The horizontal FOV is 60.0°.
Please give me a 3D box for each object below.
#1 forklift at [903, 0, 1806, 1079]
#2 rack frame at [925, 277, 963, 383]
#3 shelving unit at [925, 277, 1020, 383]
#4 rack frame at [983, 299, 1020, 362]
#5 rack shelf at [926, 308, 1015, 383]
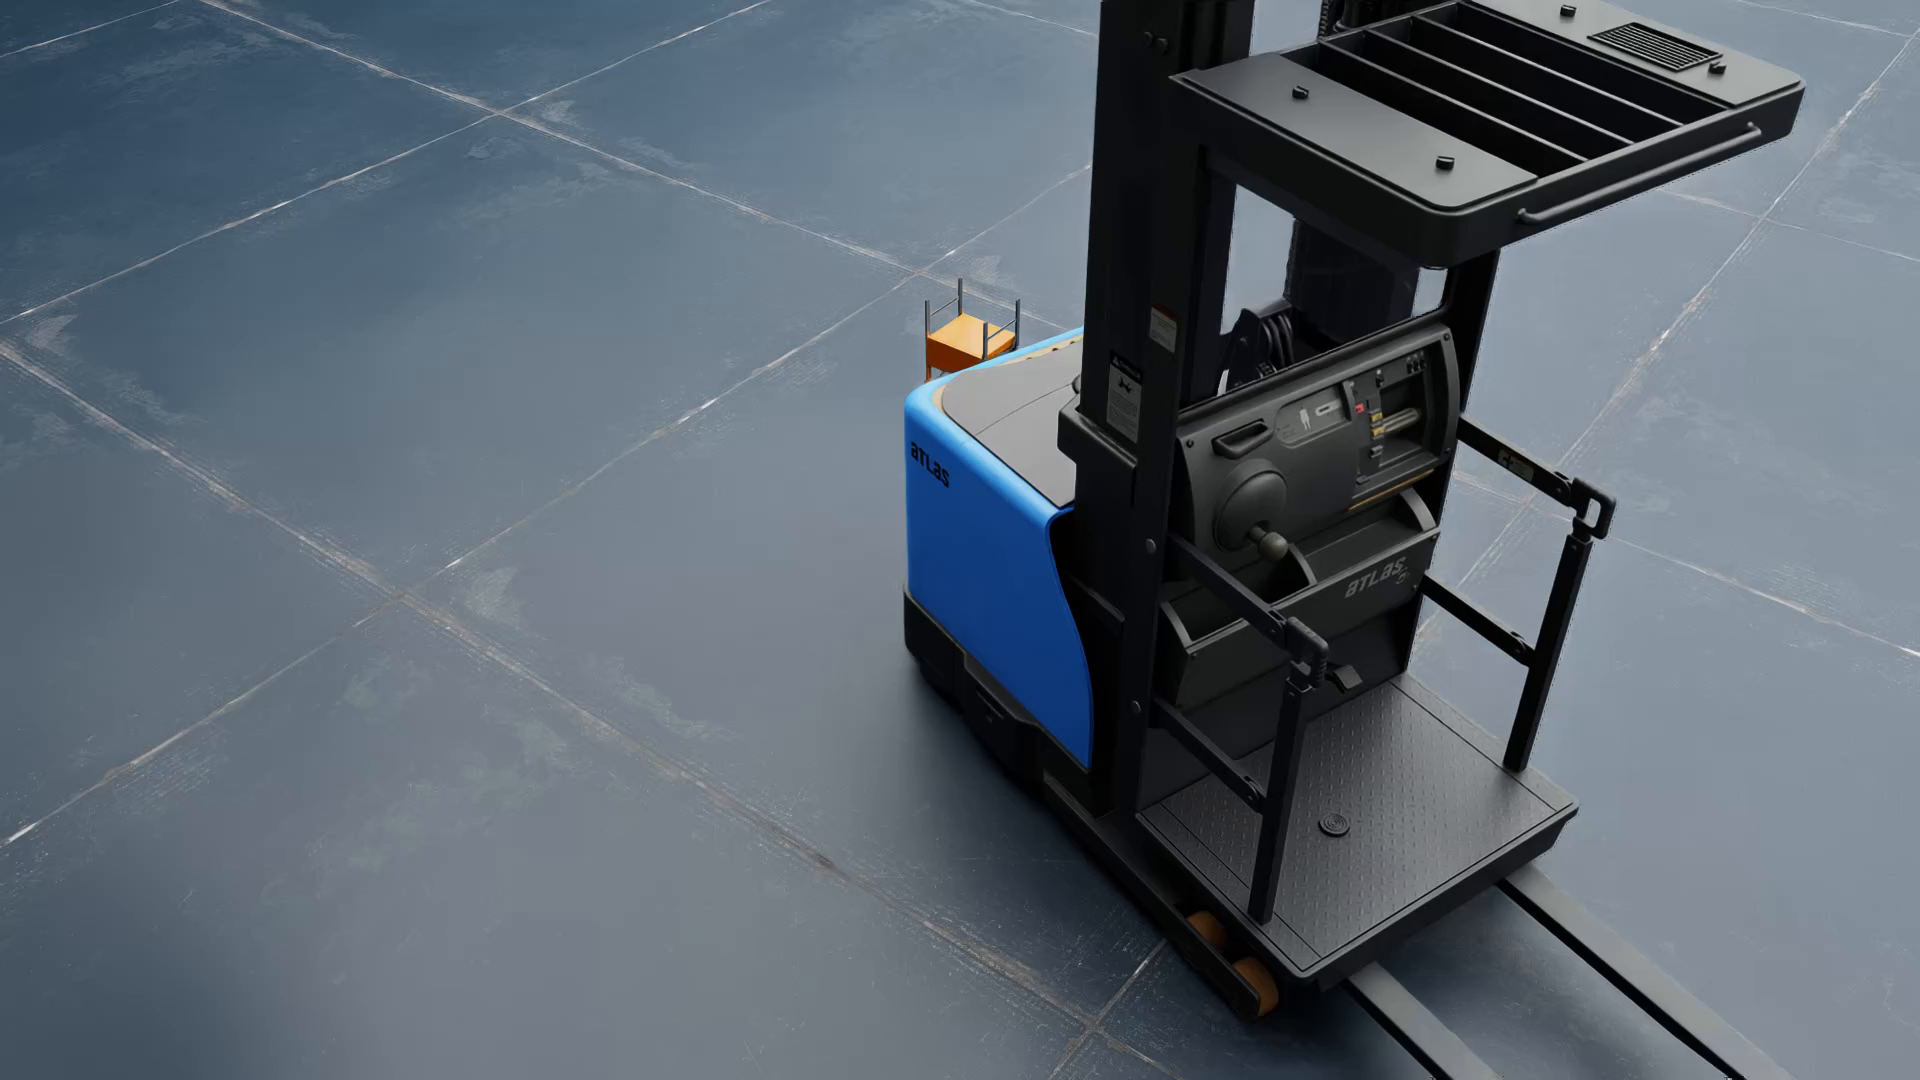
[{"bbox_3d":[1.051,-0.180,4.103,1.130,2.935,3.031,-23,43,-26],"label":"forklift"},{"bbox_3d":[-0.054,-0.439,5.959,0.008,1.050,0.200,25,45,29],"label":"rack frame"},{"bbox_3d":[0.042,-0.393,5.901,0.252,1.050,0.215,25,45,29],"label":"shelving unit"},{"bbox_3d":[0.139,-0.348,5.842,0.008,1.050,0.200,25,45,29],"label":"rack frame"},{"bbox_3d":[0.042,-0.608,5.732,0.240,0.259,0.215,25,45,29],"label":"rack shelf"}]
